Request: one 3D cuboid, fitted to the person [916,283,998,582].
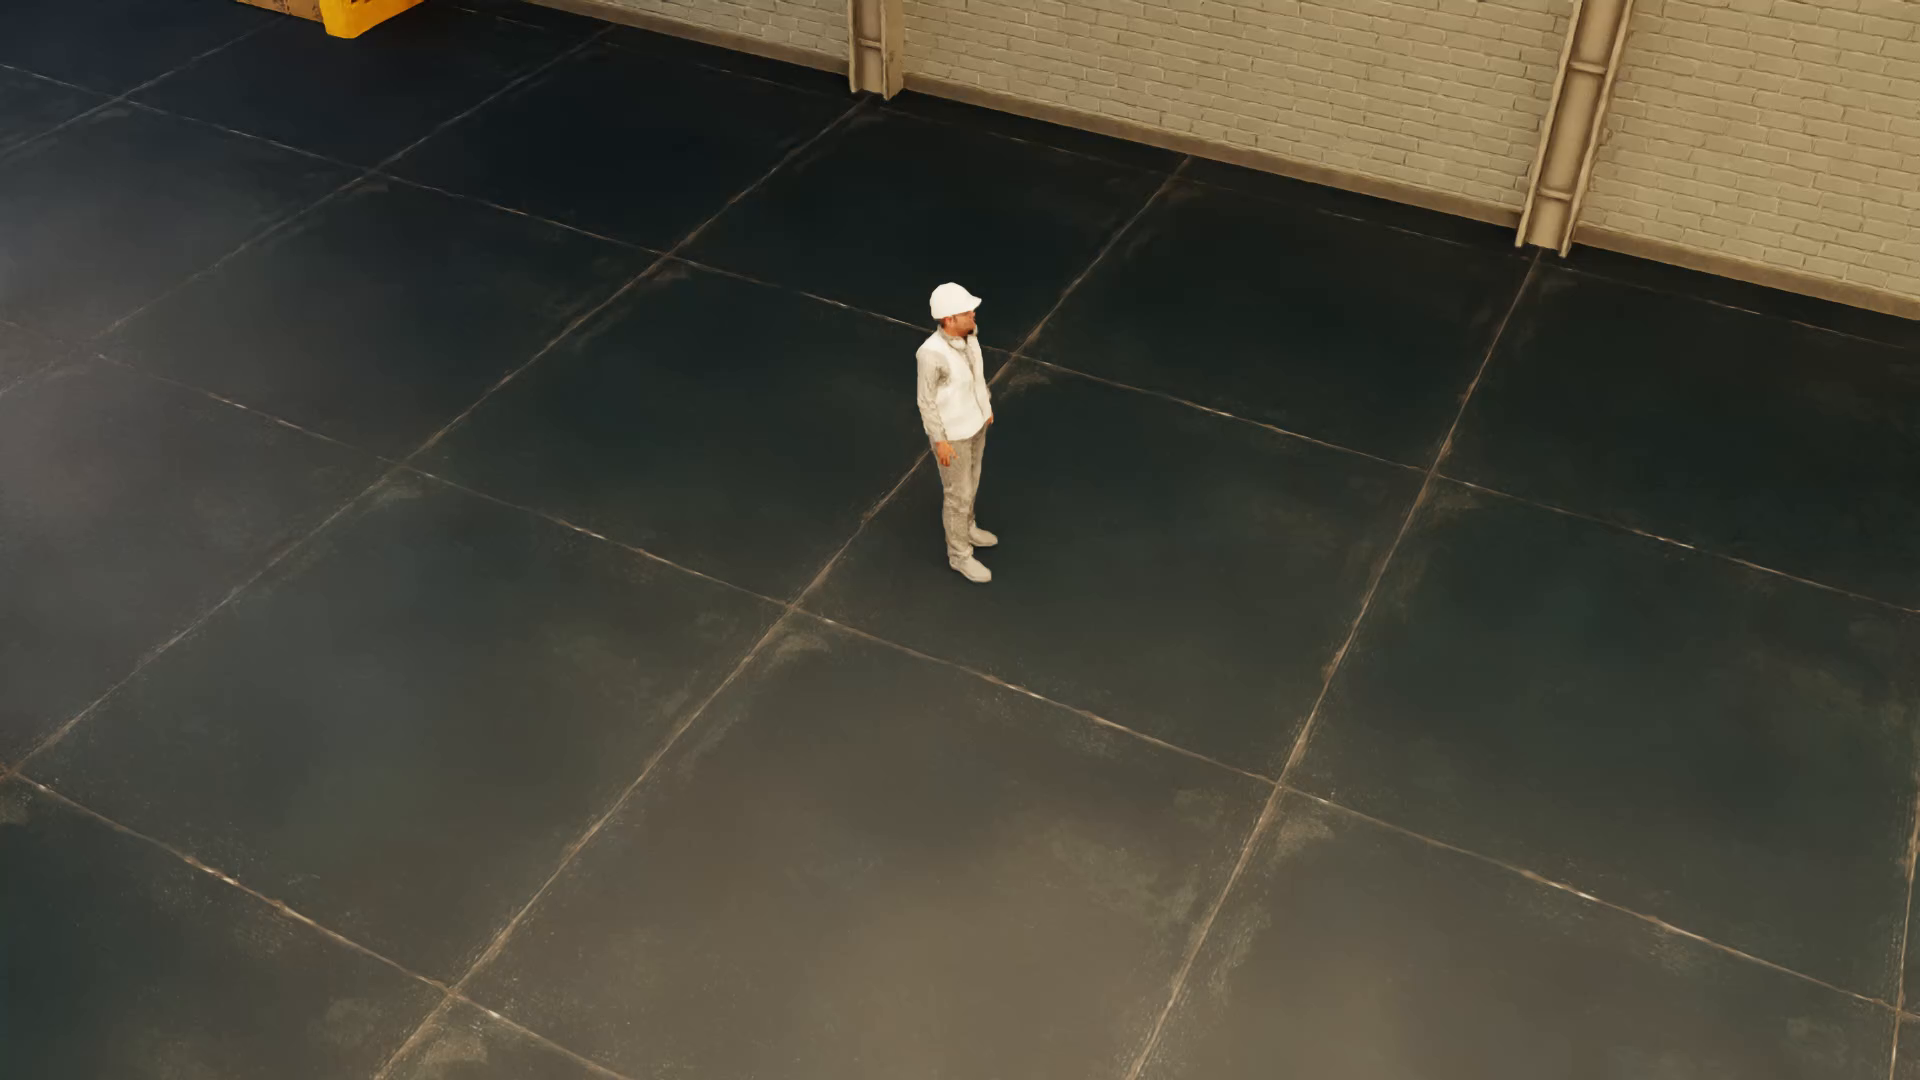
[{"bbox_3d":[0.052,-0.661,9.658,0.567,1.773,0.632,18,43,21],"label":"person"}]
